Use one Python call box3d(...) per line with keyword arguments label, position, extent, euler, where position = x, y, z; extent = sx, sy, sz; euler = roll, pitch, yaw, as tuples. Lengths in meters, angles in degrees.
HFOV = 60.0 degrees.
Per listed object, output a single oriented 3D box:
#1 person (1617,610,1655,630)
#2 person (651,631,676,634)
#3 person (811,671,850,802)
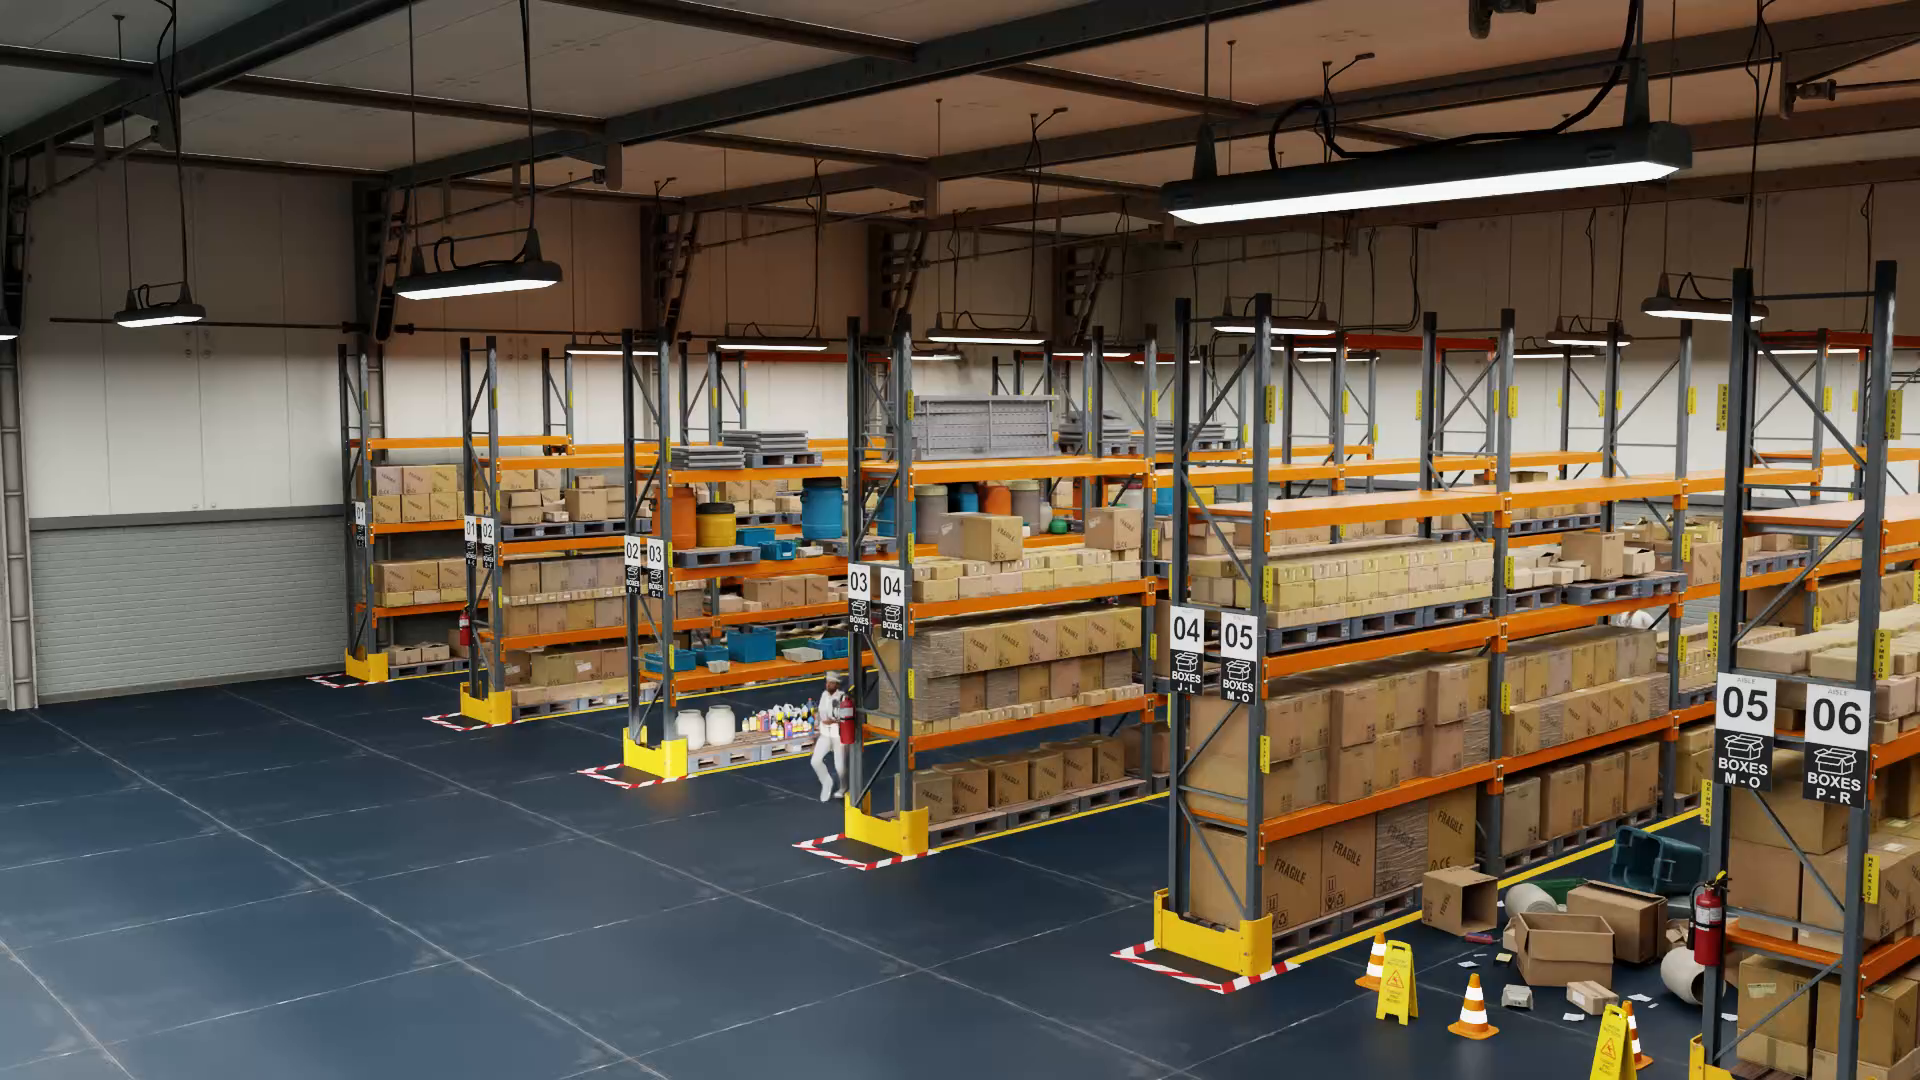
box3d(label="person", position=(11.066, 1.834, 27.336), extent=(0.713, 1.838, 0.871), euler=(5, 7, 43))
box3d(label="person", position=(-5.528, 1.462, 31.127), extent=(0.681, 1.807, 0.926), euler=(5, 7, 42))
box3d(label="person", position=(-1.575, 2.461, 20.881), extent=(0.564, 1.684, 0.705), euler=(2, 6, 26))
